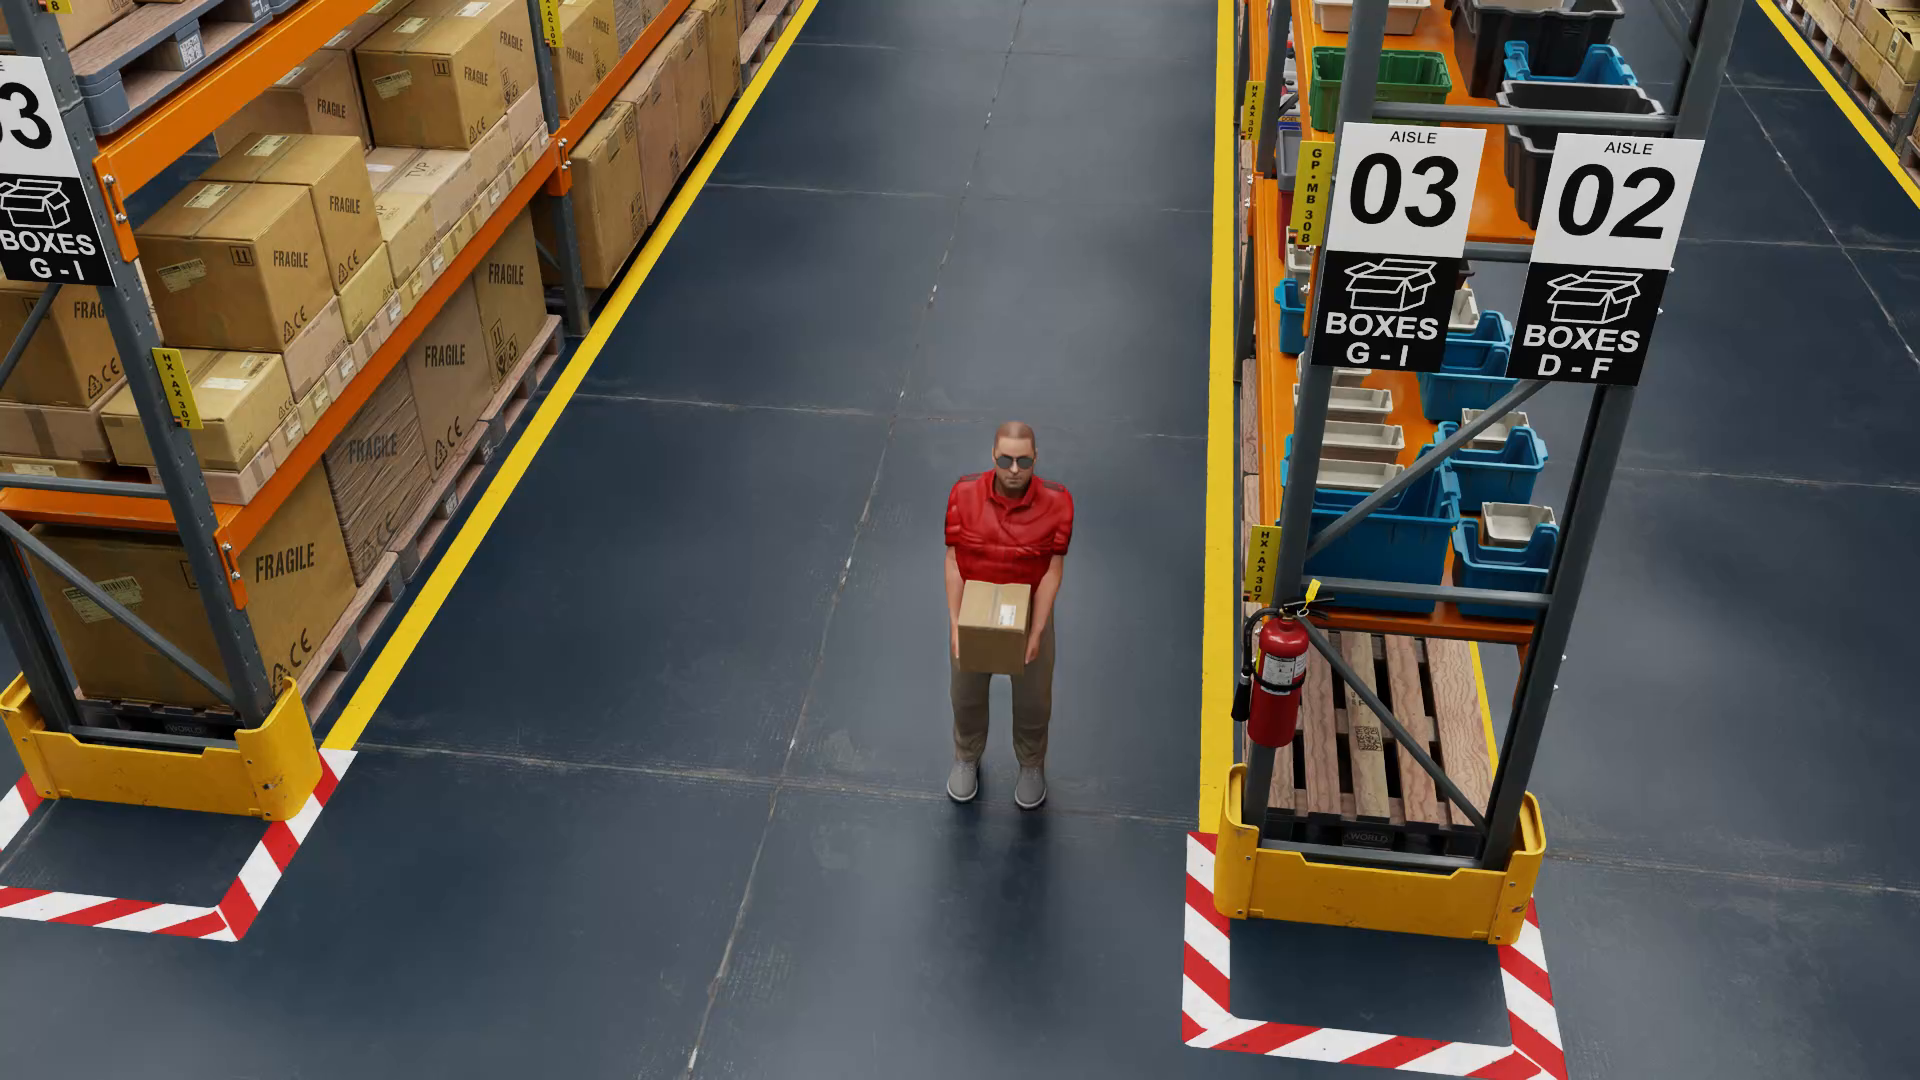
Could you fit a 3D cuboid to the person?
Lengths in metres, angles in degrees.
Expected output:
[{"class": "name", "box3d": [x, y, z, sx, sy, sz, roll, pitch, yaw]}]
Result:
[{"class": "person", "box3d": [0.173, 0.364, 6.562, 0.494, 1.712, 0.537, 4, 36, 6]}]
